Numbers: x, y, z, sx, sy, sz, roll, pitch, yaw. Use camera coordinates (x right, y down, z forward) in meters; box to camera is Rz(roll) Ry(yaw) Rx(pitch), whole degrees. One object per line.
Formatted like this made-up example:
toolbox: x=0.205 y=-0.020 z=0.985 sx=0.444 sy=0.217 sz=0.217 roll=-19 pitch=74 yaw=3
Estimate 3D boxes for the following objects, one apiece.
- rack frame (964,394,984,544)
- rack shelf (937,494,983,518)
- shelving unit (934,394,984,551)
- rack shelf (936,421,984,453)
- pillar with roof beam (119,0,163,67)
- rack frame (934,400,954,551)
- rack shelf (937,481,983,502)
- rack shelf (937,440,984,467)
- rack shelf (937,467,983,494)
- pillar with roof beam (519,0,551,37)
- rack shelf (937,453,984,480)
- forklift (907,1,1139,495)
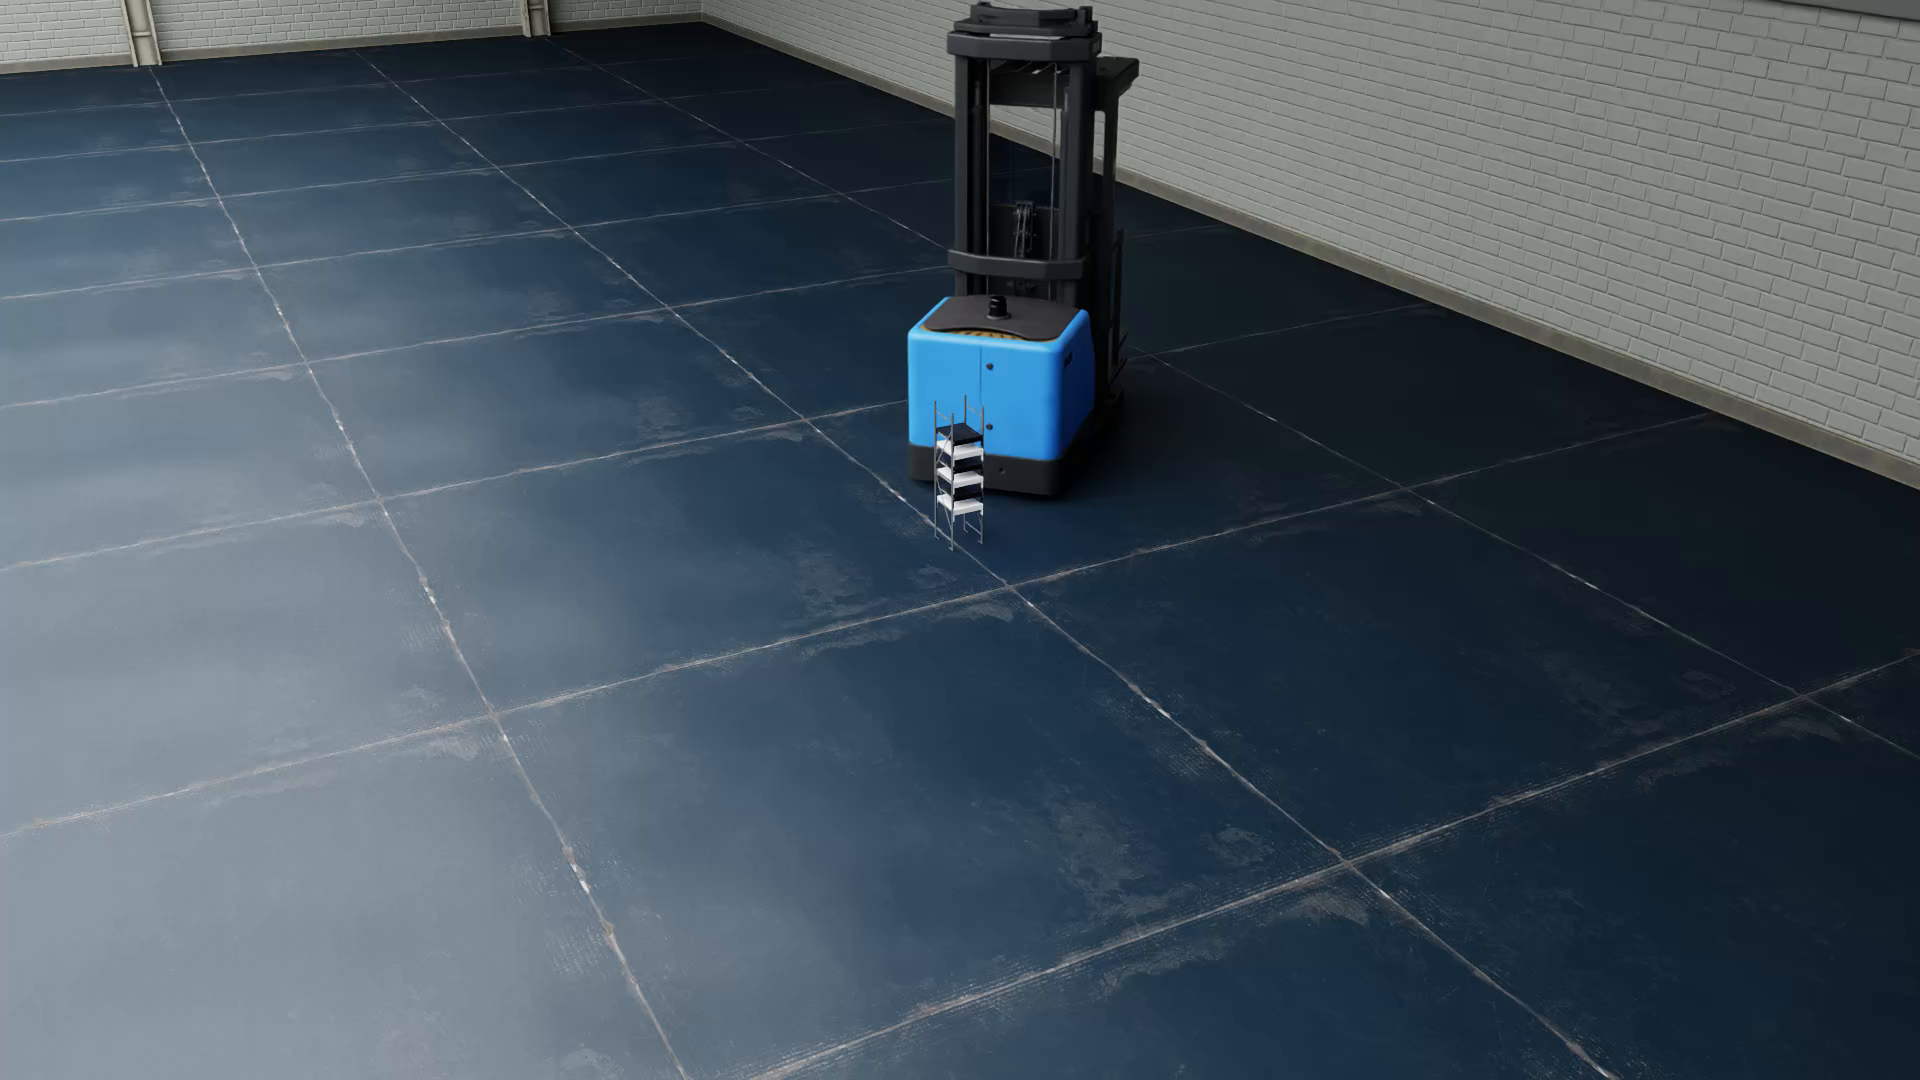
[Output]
rack frame: x=0.083 y=-0.425 z=10.095 sx=0.006 sy=0.900 sz=0.240 roll=-13 pitch=29 yaw=-25
rack shelf: x=-0.007 y=-0.212 z=10.144 sx=0.200 sy=0.077 sz=0.258 roll=-13 pitch=29 yaw=-25
shelving unit: x=-0.007 y=-0.404 z=10.052 sx=0.210 sy=0.900 sz=0.258 roll=-13 pitch=29 yaw=-25
rack shelf: x=-0.007 y=-0.617 z=9.949 sx=0.200 sy=0.077 sz=0.258 roll=-13 pitch=29 yaw=-25
pillar with roof beam: x=-10.369 y=-9.671 z=19.997 sx=0.400 sy=9.000 sz=9.100 roll=-13 pitch=29 yaw=-25
rack frame: x=-0.097 y=-0.383 z=10.009 sx=0.006 sy=0.900 sz=0.240 roll=-13 pitch=29 yaw=-25
rack shelf: x=-0.007 y=-0.293 z=10.105 sx=0.200 sy=0.077 sz=0.258 roll=-13 pitch=29 yaw=-25
rack shelf: x=-0.007 y=-0.536 z=9.988 sx=0.200 sy=0.077 sz=0.258 roll=-13 pitch=29 yaw=-25
rack shelf: x=-0.007 y=-0.374 z=10.066 sx=0.200 sy=0.077 sz=0.258 roll=-13 pitch=29 yaw=-25
pillar with roof beam: x=-5.075 y=-10.893 z=22.542 sx=0.400 sy=9.000 sz=9.100 roll=-13 pitch=29 yaw=-25
rack shelf: x=-0.007 y=-0.455 z=10.027 sx=0.200 sy=0.077 sz=0.258 roll=-13 pitch=29 yaw=-25
forklift: x=0.573 y=-2.225 z=11.497 sx=1.130 sy=2.935 sz=3.031 roll=8 pitch=27 yaw=15
